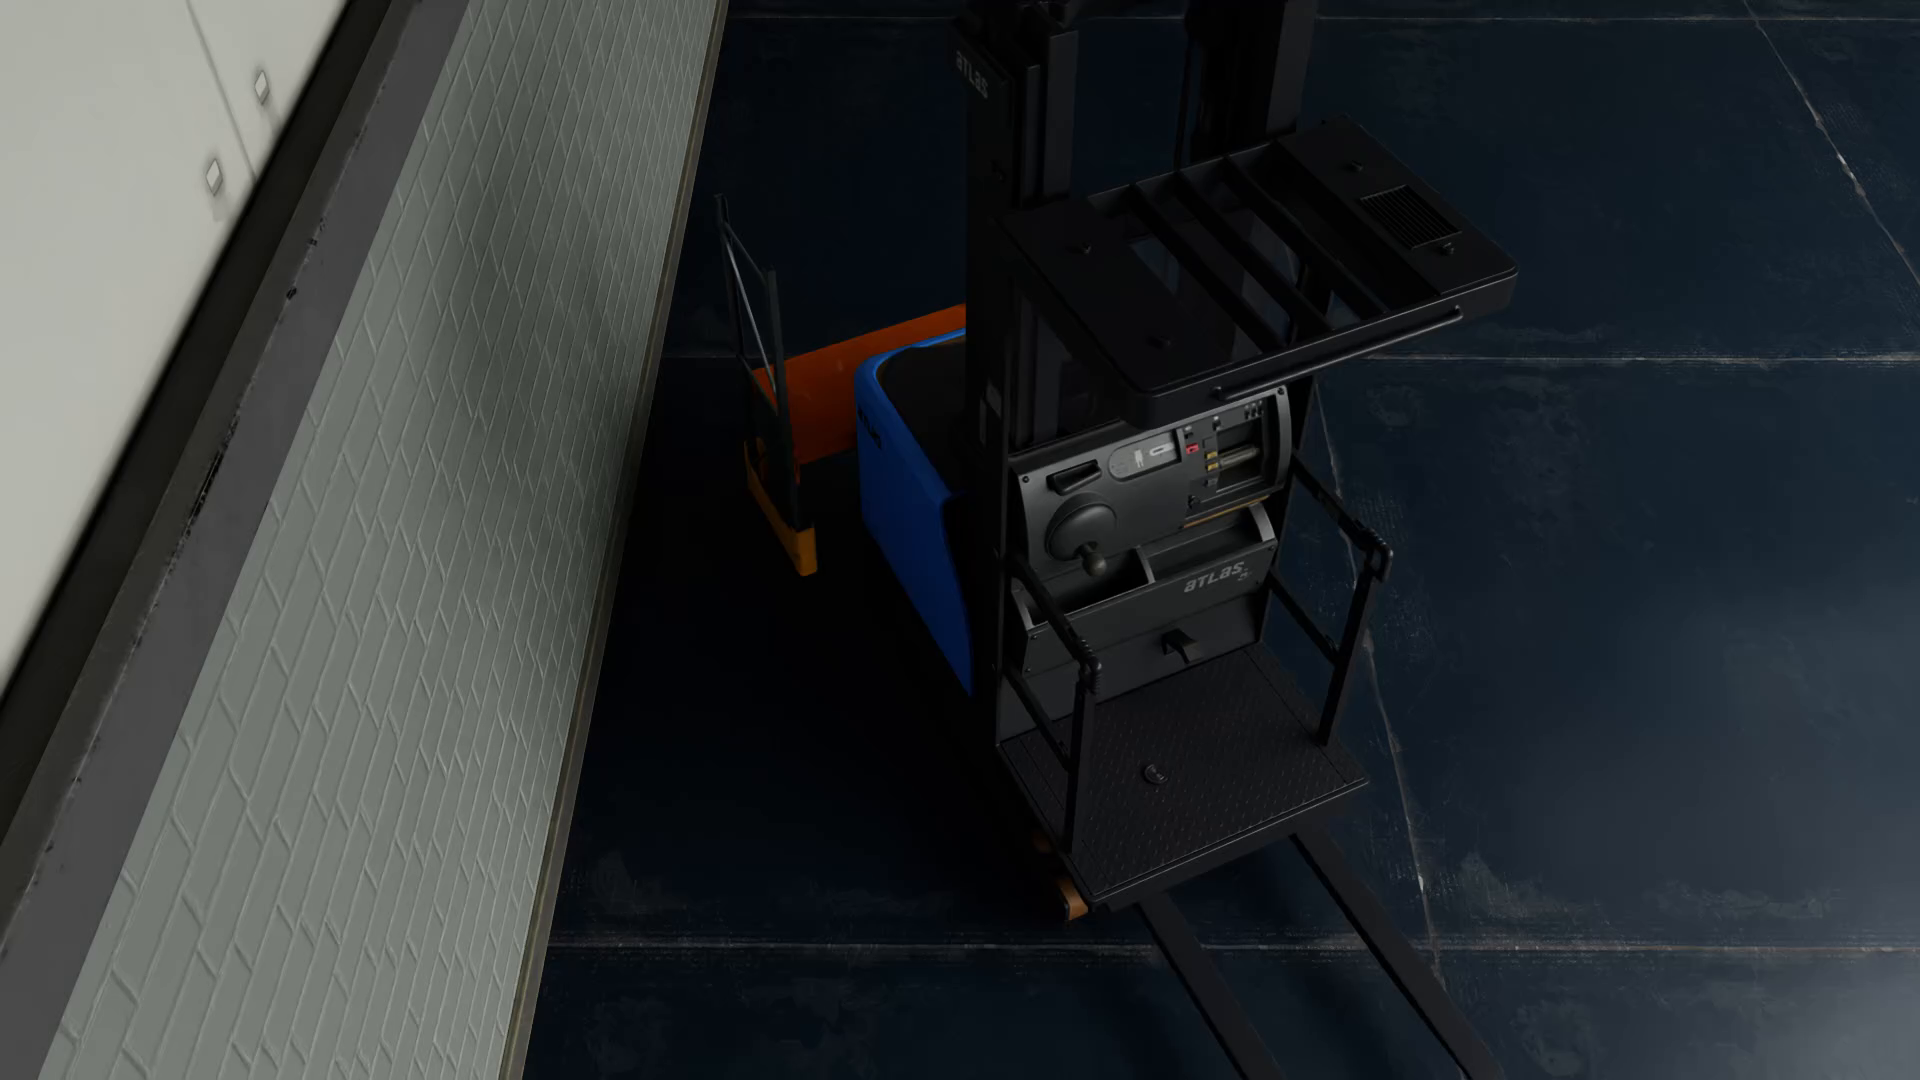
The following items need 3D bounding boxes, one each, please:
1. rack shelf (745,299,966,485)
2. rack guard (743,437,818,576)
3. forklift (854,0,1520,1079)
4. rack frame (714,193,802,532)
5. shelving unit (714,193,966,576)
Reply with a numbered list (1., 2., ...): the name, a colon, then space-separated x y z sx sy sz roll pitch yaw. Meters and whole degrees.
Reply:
1. rack shelf: -0.296 -0.603 6.613 1.000 0.185 0.538 -20 50 -18
2. rack guard: -0.733 -0.140 6.790 0.087 0.250 0.587 -20 50 -18
3. forklift: 0.693 -0.088 4.911 1.130 2.935 3.031 -19 50 -17
4. rack frame: -0.751 -0.559 6.327 0.032 1.500 0.500 -20 50 -18
5. shelving unit: -0.288 -0.729 6.485 1.083 1.500 0.587 -20 50 -18
